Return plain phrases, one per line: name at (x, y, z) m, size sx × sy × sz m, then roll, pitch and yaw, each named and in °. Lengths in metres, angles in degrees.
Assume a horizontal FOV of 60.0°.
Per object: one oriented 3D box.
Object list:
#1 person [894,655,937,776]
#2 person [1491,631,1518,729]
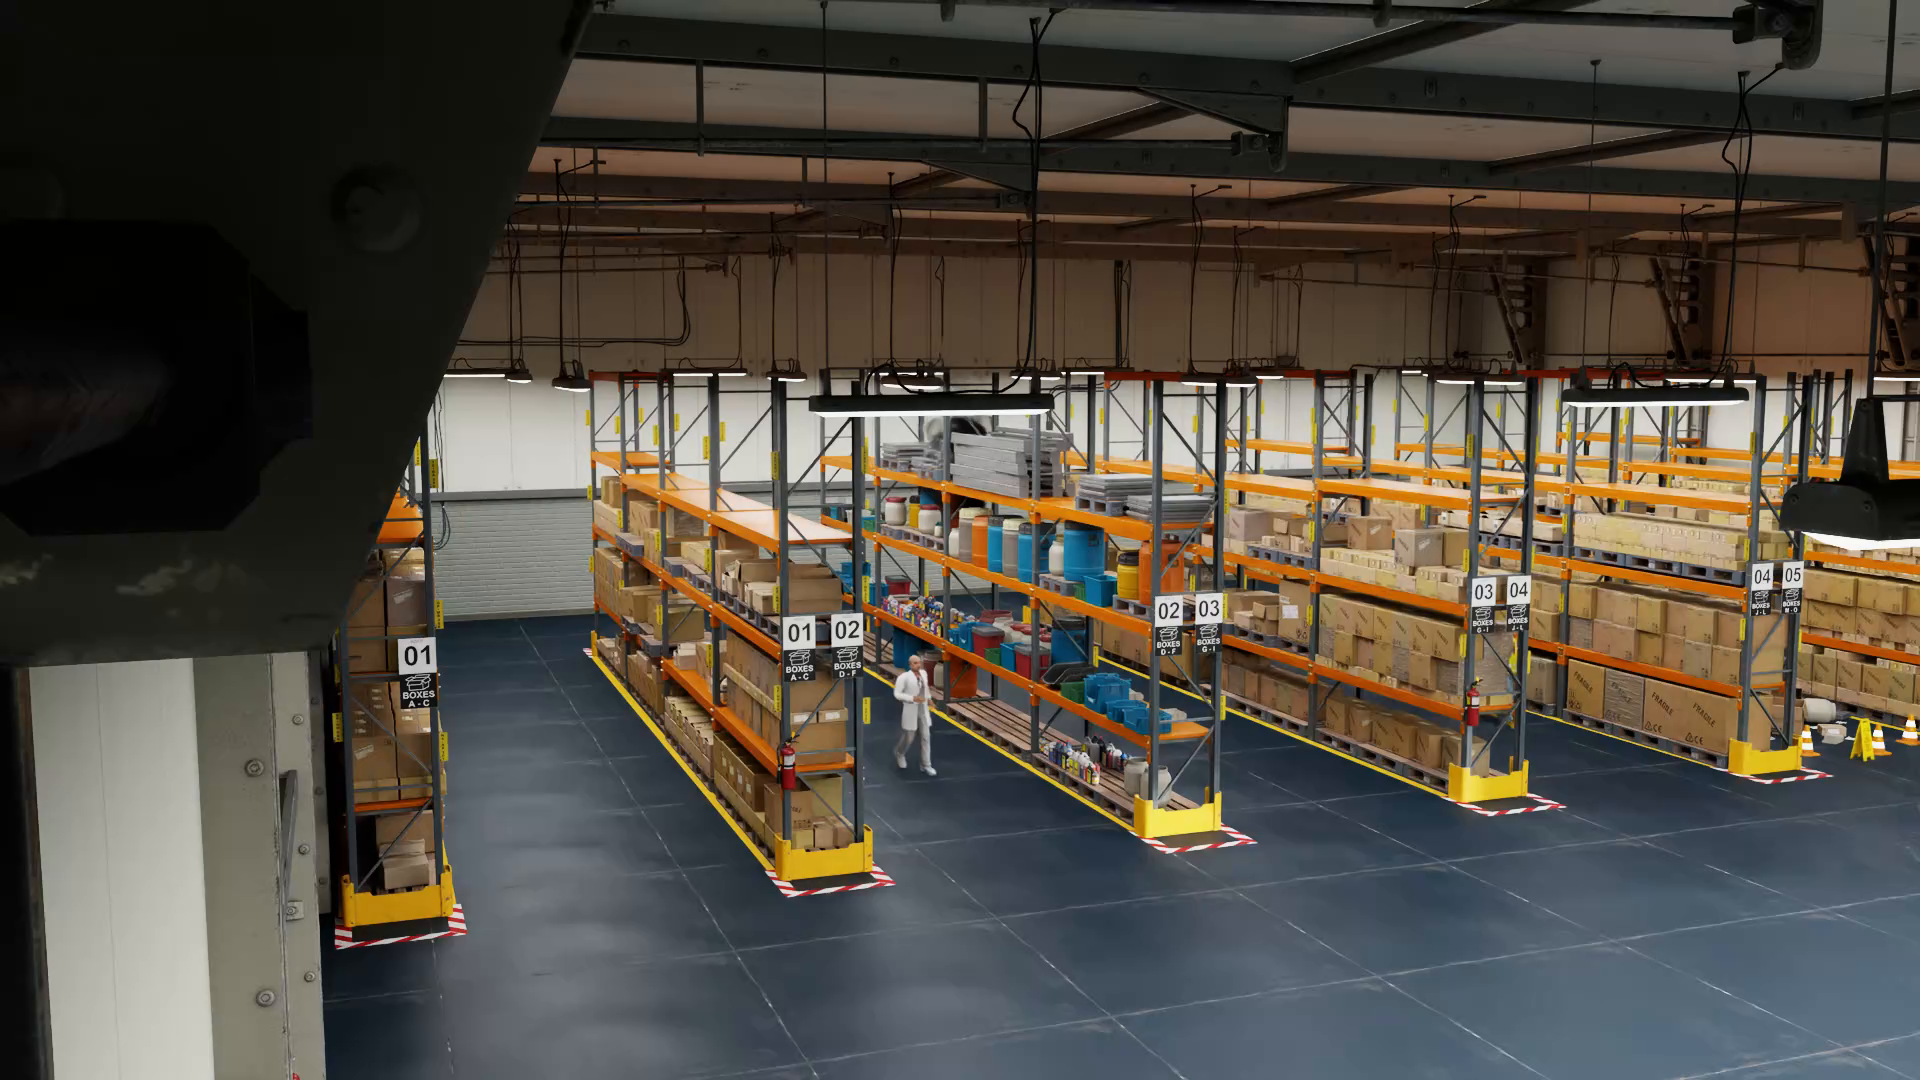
person at (-0.694, 2.623, 25.187) m, size 0.723 × 1.780 × 0.930 m, roll -5°, pitch 8°, yaw -35°
person at (9.326, 2.299, 28.482) m, size 0.705 × 1.811 × 0.900 m, roll -3°, pitch 7°, yaw -26°
